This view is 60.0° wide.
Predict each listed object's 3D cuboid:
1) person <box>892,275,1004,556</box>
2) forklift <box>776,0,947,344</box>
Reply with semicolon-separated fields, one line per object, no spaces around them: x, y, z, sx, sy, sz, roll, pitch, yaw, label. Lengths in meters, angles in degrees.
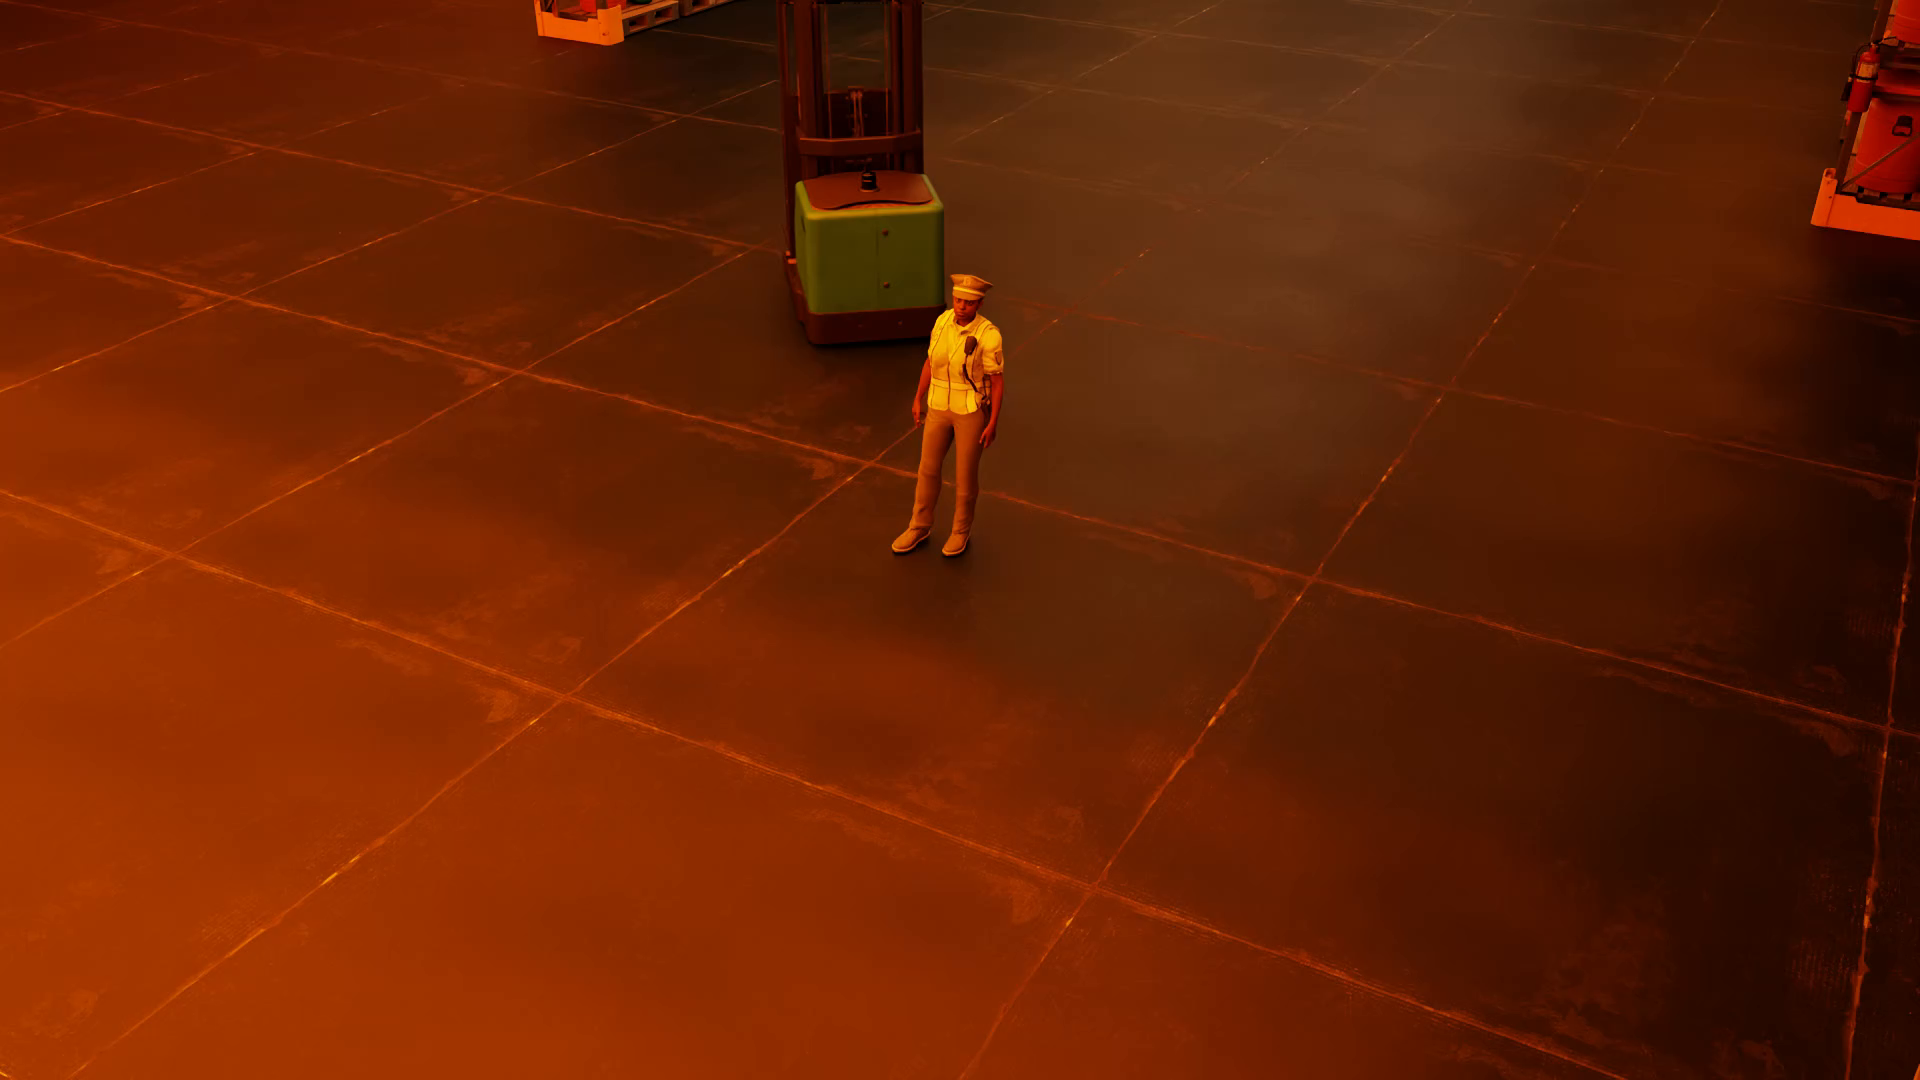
-0.053;-0.708;9.529;0.570;1.687;0.528;15;33;25;person
-0.875;-3.447;13.044;1.130;2.935;3.031;-5;30;-9;forklift
